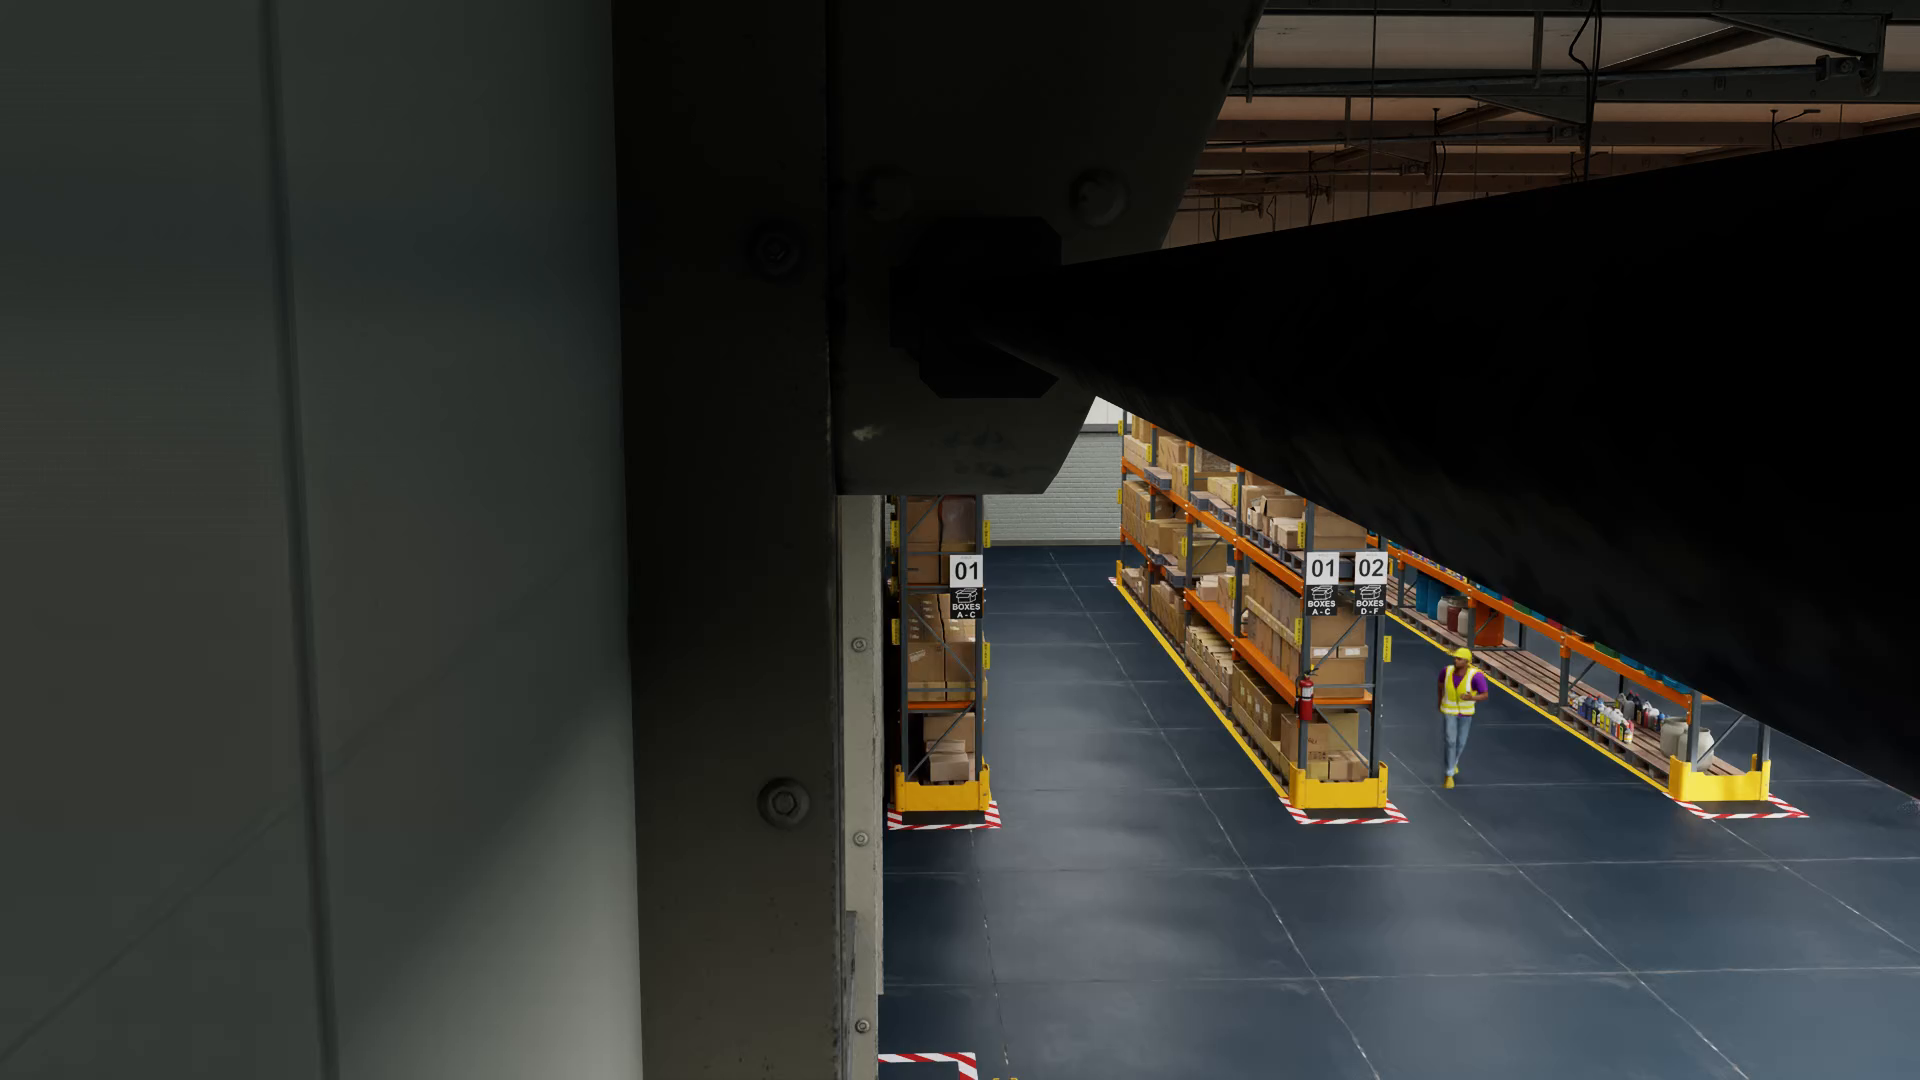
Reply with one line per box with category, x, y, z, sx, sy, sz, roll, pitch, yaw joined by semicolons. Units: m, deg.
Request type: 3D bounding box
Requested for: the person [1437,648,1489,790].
person;6.545;2.282;21.687;0.563;1.812;0.835;0;8;2
